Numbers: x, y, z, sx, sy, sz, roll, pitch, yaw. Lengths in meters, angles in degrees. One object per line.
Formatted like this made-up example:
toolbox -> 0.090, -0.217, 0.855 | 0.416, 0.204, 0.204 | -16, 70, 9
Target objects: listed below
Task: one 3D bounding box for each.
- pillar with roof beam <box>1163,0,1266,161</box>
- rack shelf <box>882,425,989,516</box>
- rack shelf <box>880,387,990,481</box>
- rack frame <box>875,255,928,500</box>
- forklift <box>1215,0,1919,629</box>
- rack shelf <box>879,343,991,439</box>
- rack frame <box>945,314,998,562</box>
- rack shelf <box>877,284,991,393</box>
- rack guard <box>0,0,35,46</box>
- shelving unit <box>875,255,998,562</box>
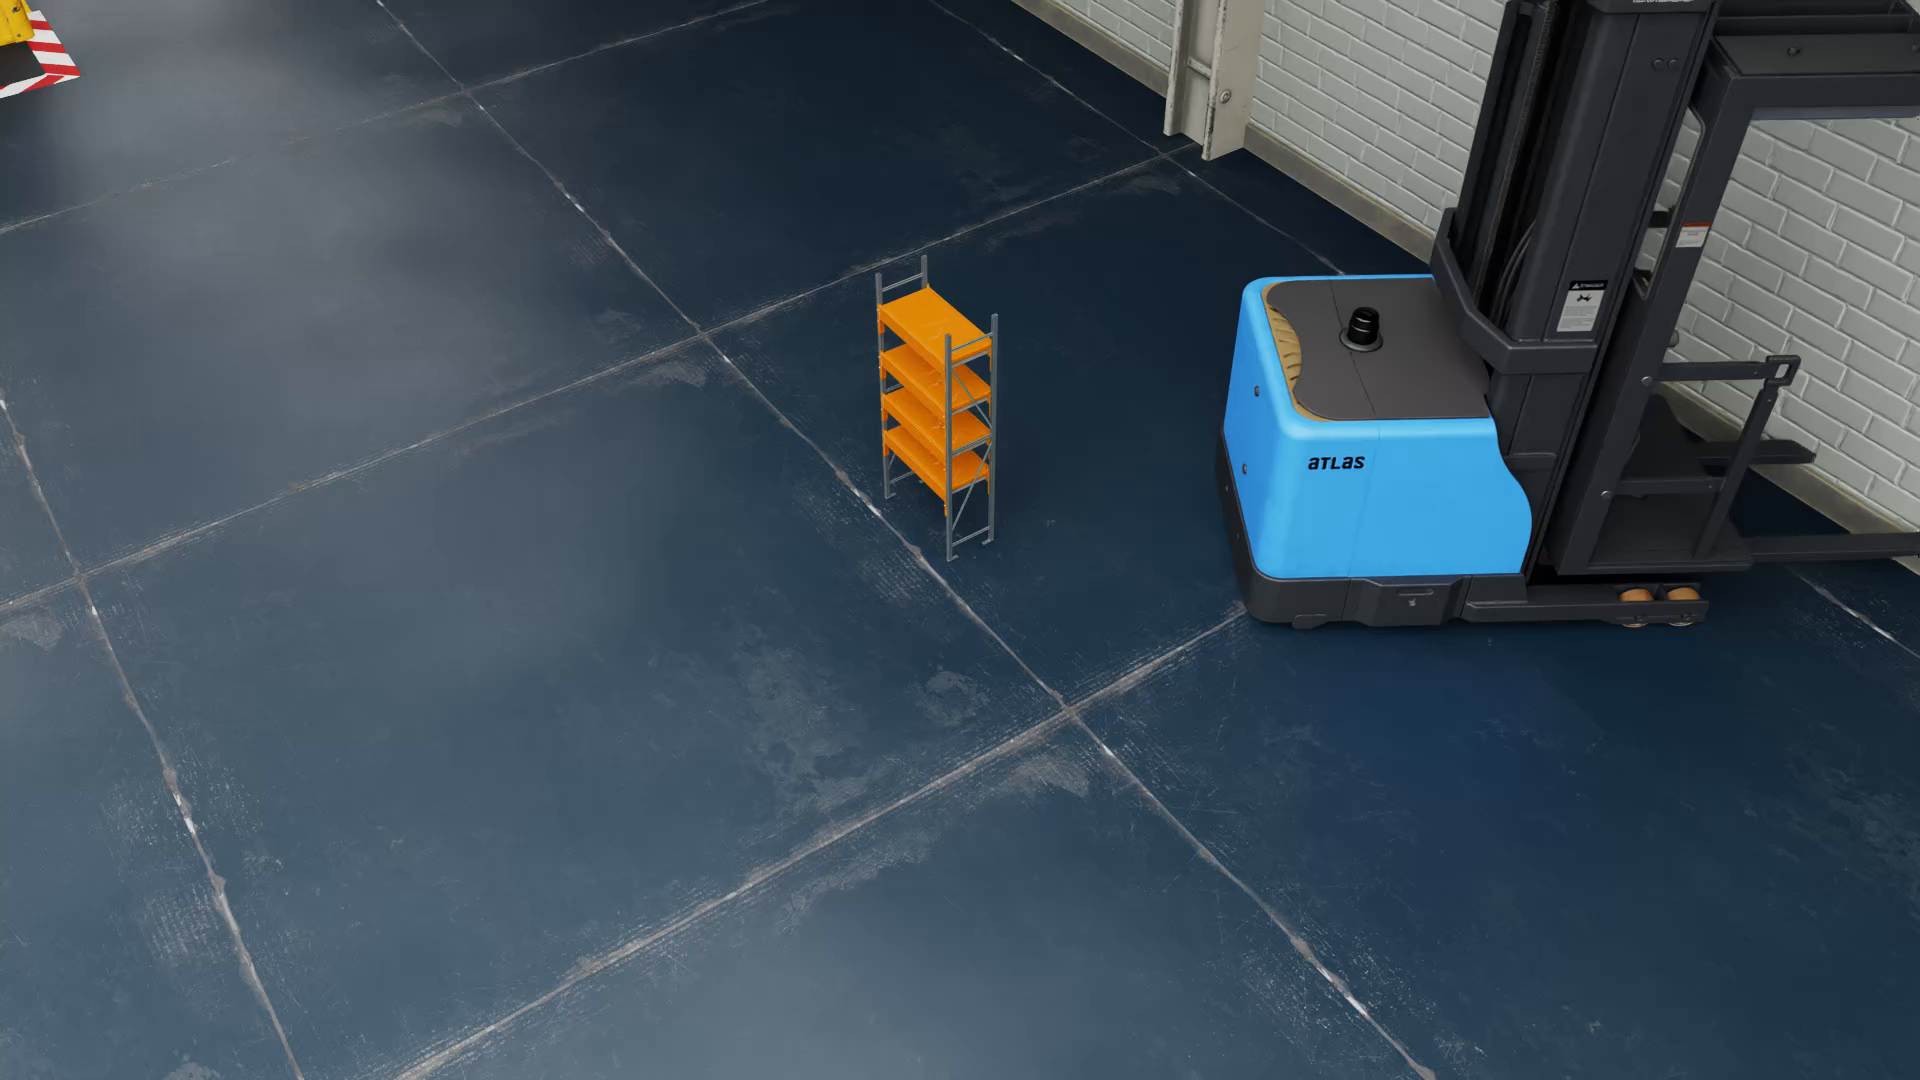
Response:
pillar with roof beam -> -2.104, -3.894, 4.803 | 9.100, 9.000, 0.400 | -26, 49, -24
rack shelf -> -0.095, -0.335, 7.108 | 0.258, 0.148, 0.480 | -26, 49, -24
rack shelf -> -0.095, -0.479, 6.971 | 0.258, 0.148, 0.480 | -26, 49, -24
rack frame -> -0.234, -0.666, 7.070 | 0.240, 1.200, 0.015 | -26, 49, -24
forklift -> 2.672, -1.067, 6.236 | 3.031, 2.935, 1.130 | -1, 44, -1
rack shelf -> -0.095, -0.641, 6.817 | 0.258, 0.148, 0.480 | -26, 49, -24
rack frame -> 0.045, -0.390, 6.780 | 0.240, 1.200, 0.015 | -26, 49, -24
rack shelf -> -0.095, -0.812, 6.654 | 0.258, 0.148, 0.480 | -26, 49, -24
rack guard -> -6.459, -3.249, 10.282 | 1.175, 0.500, 0.348 | -26, 49, -24
shelving unit -> -0.095, -0.528, 6.925 | 0.258, 1.200, 0.503 | -26, 49, -24
